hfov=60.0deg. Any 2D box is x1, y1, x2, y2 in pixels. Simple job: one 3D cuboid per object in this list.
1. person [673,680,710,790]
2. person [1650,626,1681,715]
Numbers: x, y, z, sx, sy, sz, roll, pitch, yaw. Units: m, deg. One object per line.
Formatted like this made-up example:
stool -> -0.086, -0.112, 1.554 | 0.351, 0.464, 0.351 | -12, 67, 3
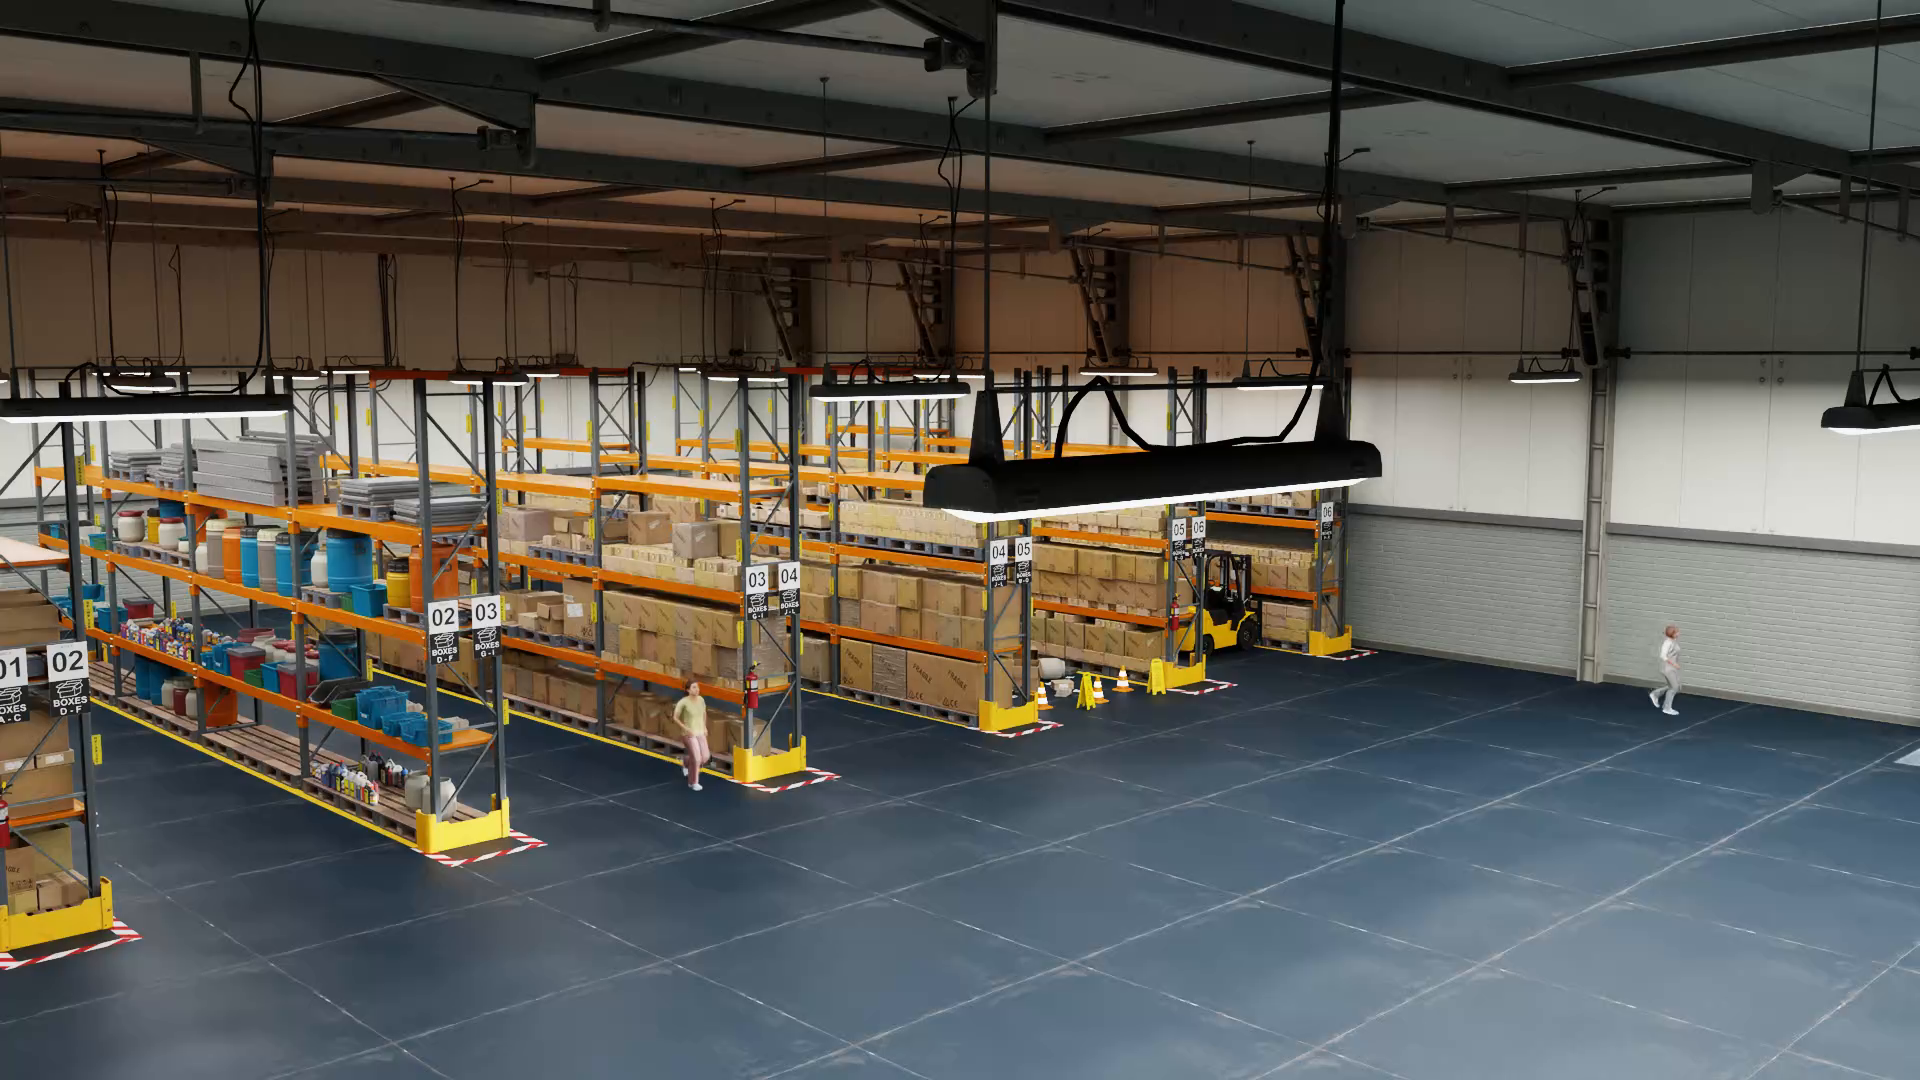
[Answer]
person -> -3.920, 2.812, 24.157 | 0.578, 1.619, 0.590 | 6, 9, 44
person -> 12.377, 2.271, 29.156 | 0.543, 1.567, 0.559 | 5, 8, 36
